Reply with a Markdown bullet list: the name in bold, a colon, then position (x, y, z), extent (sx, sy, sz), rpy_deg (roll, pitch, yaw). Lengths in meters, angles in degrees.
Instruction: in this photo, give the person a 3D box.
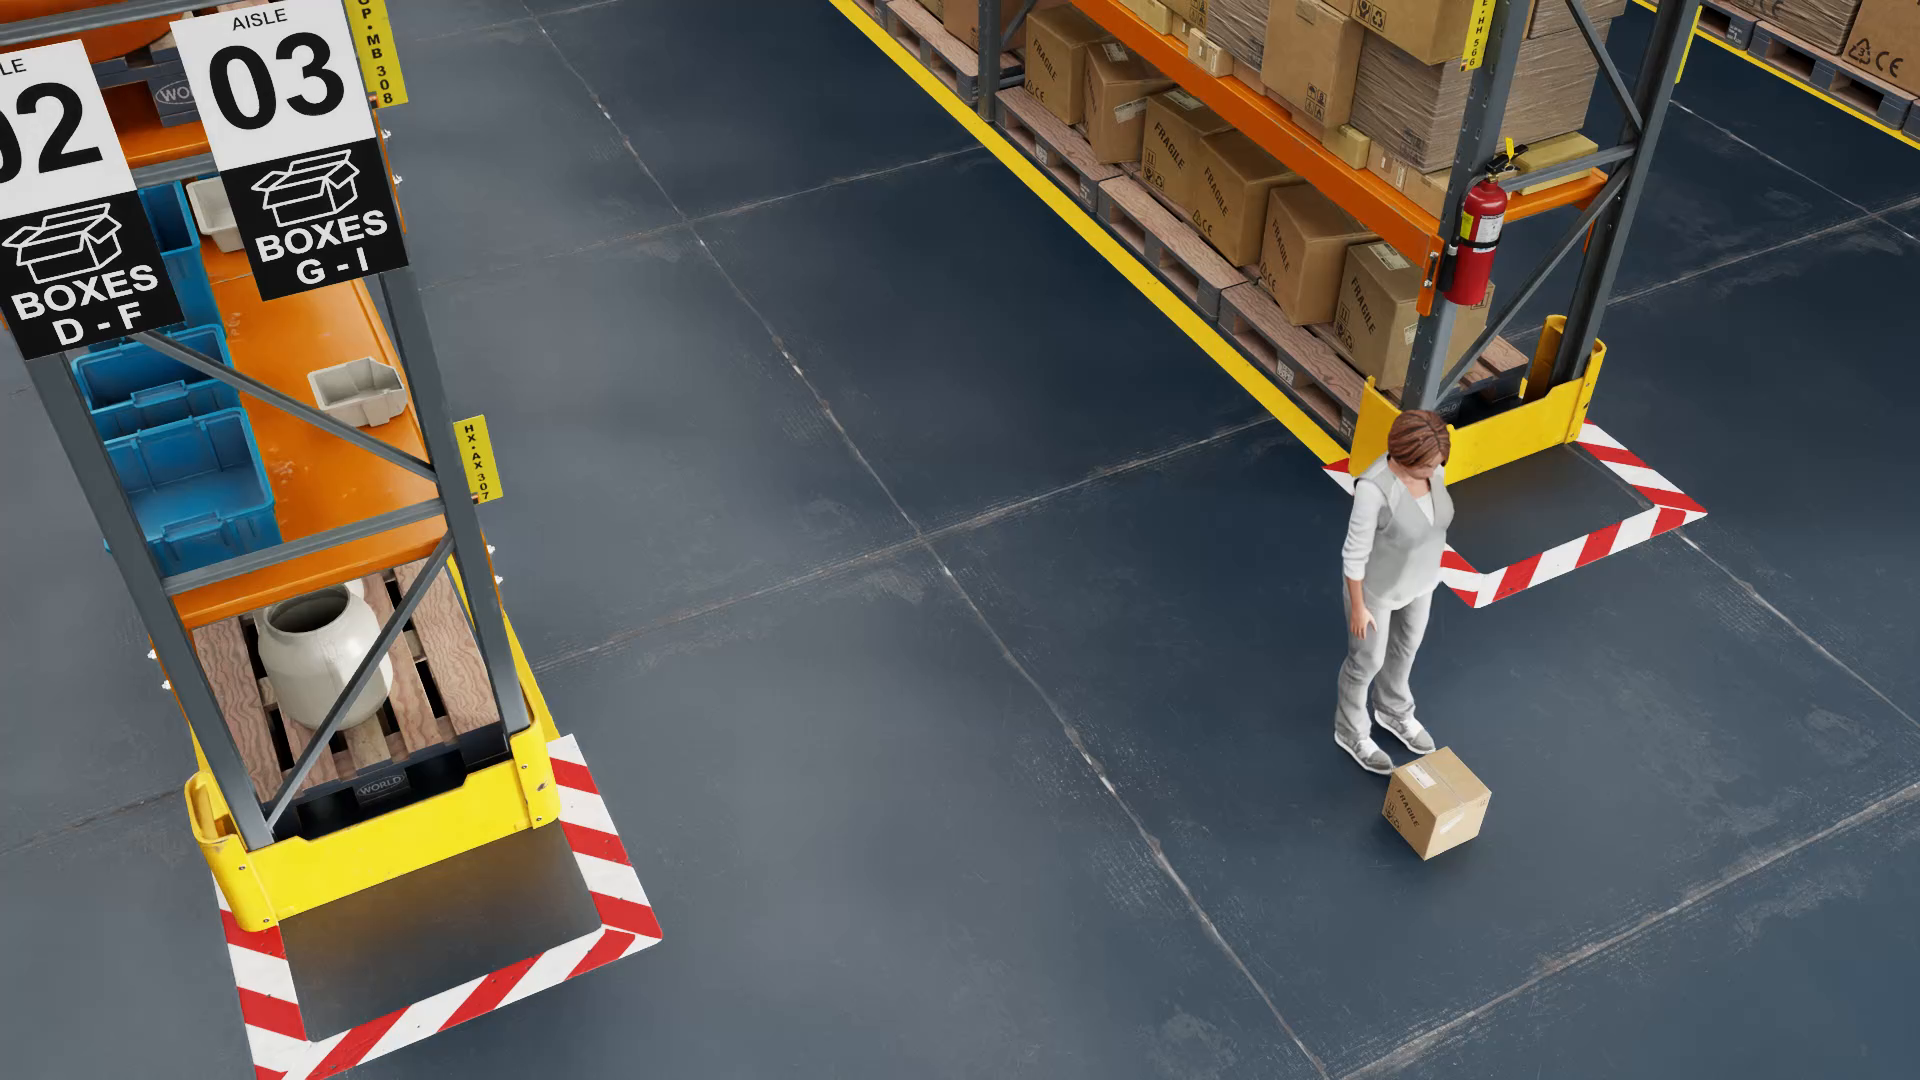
- **person**: position (1.546, 0.185, 5.968), extent (0.406, 1.589, 0.306), rpy_deg (-18, 45, -19)
